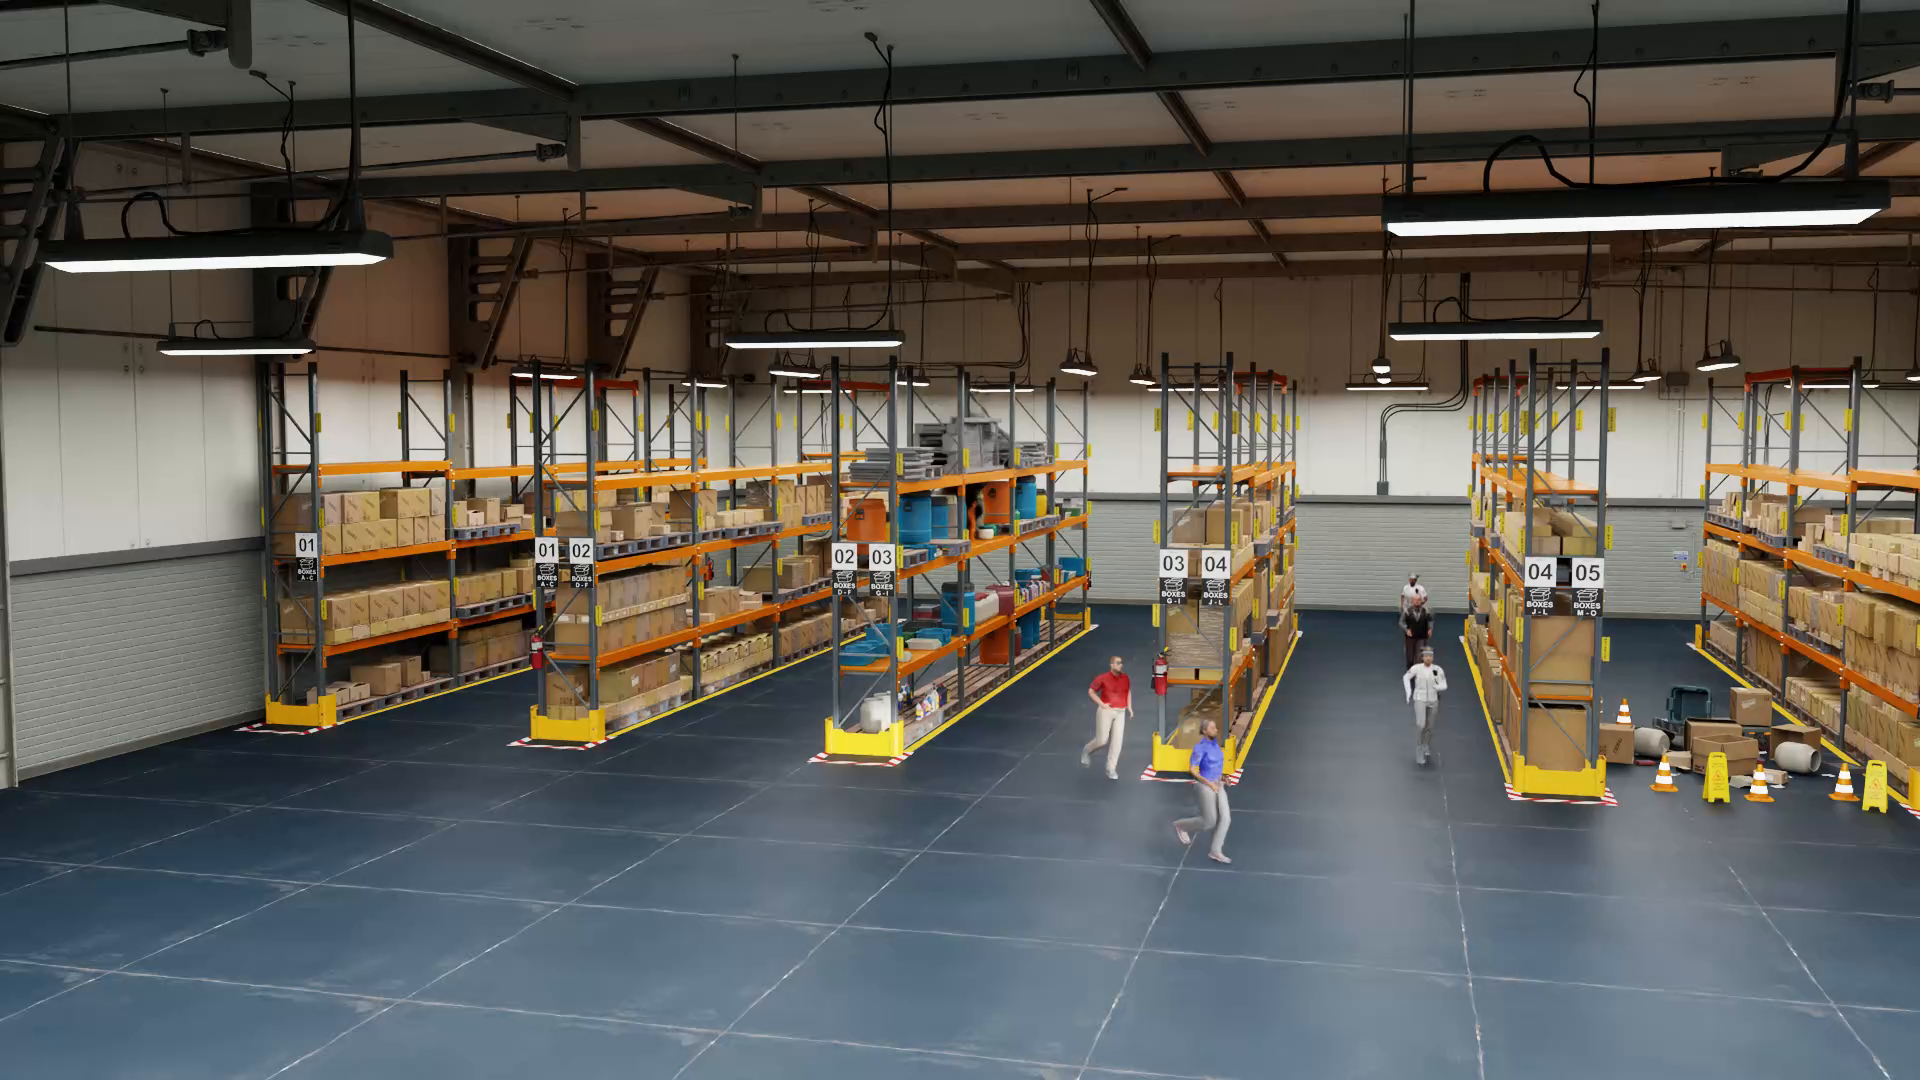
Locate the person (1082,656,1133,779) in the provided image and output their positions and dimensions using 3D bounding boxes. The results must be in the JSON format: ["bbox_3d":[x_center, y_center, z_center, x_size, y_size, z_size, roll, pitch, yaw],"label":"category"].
[{"bbox_3d":[2.172,2.497,23.694,0.715,1.685,0.869,-2,4,-22],"label":"person"}]

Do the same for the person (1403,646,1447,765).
[{"bbox_3d":[6.889,2.432,24.587,0.578,1.753,0.725,0,4,4],"label":"person"}]

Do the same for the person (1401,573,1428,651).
[{"bbox_3d":[10.039,1.563,36.782,0.595,1.705,0.853,1,4,20],"label":"person"}]

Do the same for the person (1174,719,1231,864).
[{"bbox_3d":[2.827,2.867,19.127,0.711,1.624,0.577,4,5,41],"label":"person"}]

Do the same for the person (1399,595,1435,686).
[{"bbox_3d":[8.774,1.911,31.945,0.685,1.720,0.771,1,4,12],"label":"person"}]
